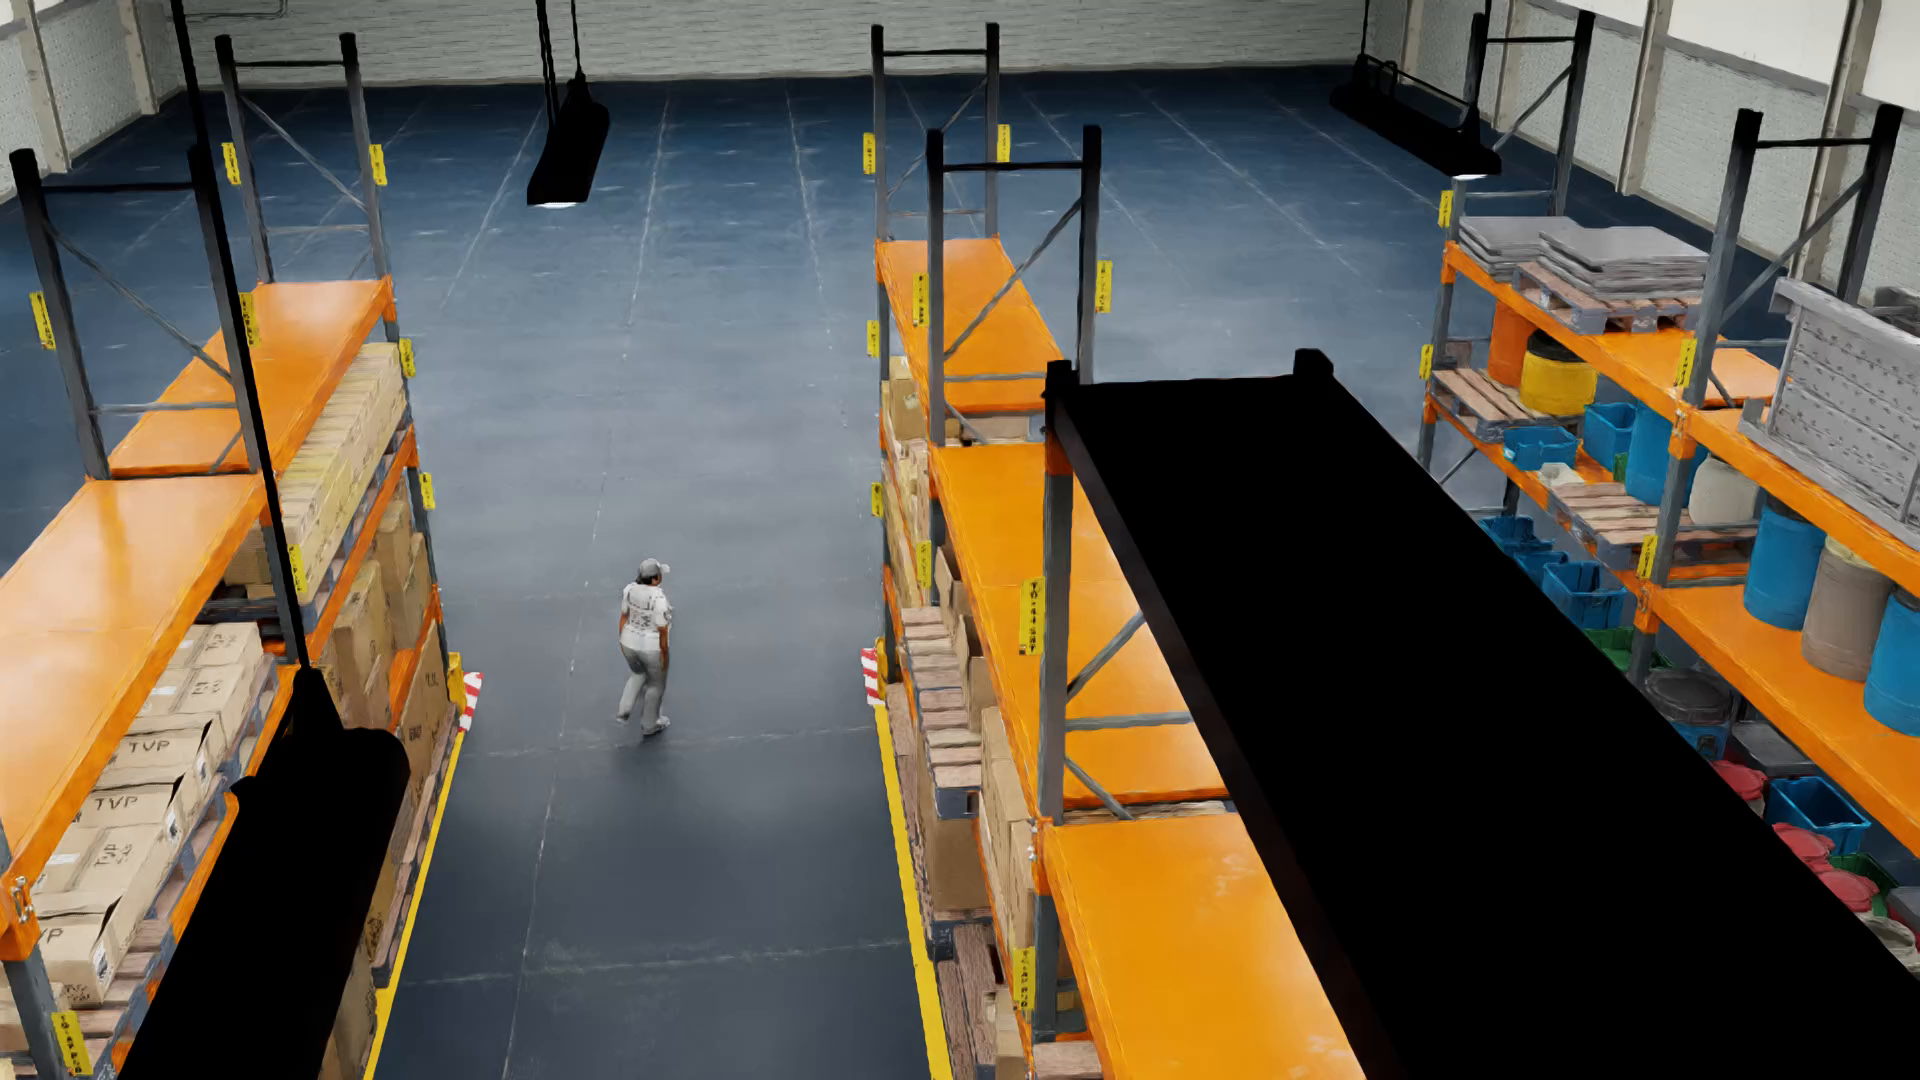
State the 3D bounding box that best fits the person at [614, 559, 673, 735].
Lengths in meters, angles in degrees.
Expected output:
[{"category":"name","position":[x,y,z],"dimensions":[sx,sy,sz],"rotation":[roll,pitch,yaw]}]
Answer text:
[{"category":"person","position":[-2.788,0.947,14.614],"dimensions":[0.558,1.656,0.575],"rotation":[14,29,28]}]
